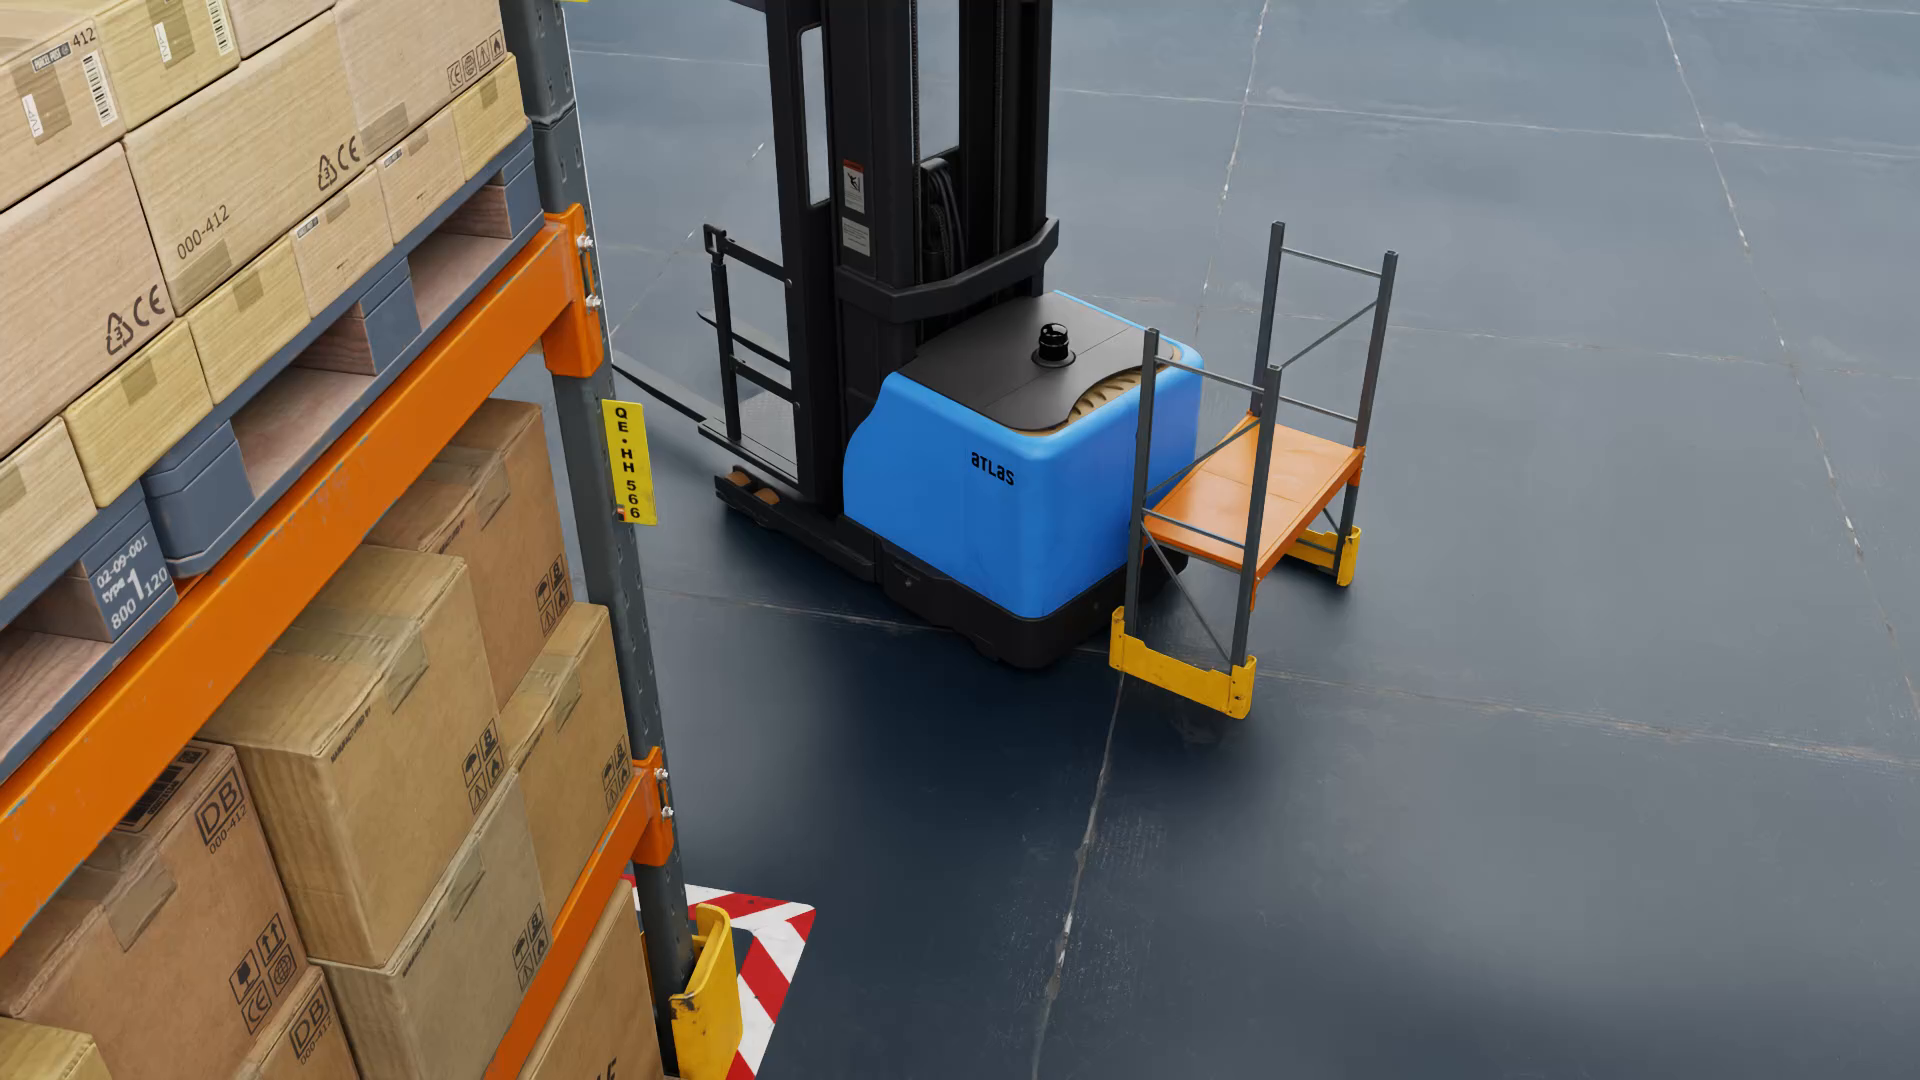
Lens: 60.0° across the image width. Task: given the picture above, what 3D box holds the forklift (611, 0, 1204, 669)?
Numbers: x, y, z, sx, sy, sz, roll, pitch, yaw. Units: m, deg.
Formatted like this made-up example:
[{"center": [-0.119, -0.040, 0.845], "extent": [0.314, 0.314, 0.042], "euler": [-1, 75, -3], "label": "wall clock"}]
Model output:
[{"center": [-0.449, -1.441, 6.741], "extent": [3.031, 2.935, 1.130], "euler": [30, 45, 34], "label": "forklift"}]

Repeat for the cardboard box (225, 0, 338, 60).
[{"center": [-1.122, -0.803, 2.338], "extent": [0.380, 0.149, 0.250], "euler": [8, 37, 11], "label": "cardboard box"}]

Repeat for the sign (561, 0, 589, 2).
[{"center": [-0.745, -1.148, 3.034], "extent": [0.100, 0.325, 0.005], "euler": [7, 37, 10], "label": "sign"}]

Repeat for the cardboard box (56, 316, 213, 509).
[{"center": [-1.230, -0.189, 2.170], "extent": [0.380, 0.149, 0.250], "euler": [7, 36, 9], "label": "cardboard box"}]

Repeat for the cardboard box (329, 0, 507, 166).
[{"center": [-1.104, -0.852, 2.744], "extent": [0.500, 0.250, 0.500], "euler": [8, 37, 11], "label": "cardboard box"}]

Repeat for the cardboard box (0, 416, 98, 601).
[{"center": [-1.284, -0.044, 1.970], "extent": [0.380, 0.149, 0.250], "euler": [8, 37, 10], "label": "cardboard box"}]

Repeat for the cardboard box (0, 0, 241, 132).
[{"center": [-1.176, -0.655, 2.133], "extent": [0.380, 0.149, 0.250], "euler": [8, 37, 11], "label": "cardboard box"}]

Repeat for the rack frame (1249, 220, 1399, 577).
[{"center": [1.411, -0.534, 6.708], "extent": [0.500, 1.500, 0.032], "euler": [21, 41, 27], "label": "rack frame"}]

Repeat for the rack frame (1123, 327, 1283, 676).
[{"center": [0.847, -0.037, 6.023], "extent": [0.500, 1.500, 0.032], "euler": [21, 41, 27], "label": "rack frame"}]

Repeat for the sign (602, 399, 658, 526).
[{"center": [-0.745, -0.171, 3.742], "extent": [0.100, 0.325, 0.005], "euler": [7, 37, 10], "label": "sign"}]

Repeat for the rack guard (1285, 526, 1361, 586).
[{"center": [1.400, -0.018, 7.062], "extent": [0.587, 0.250, 0.087], "euler": [21, 41, 27], "label": "rack guard"}]

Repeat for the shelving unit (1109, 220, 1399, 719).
[{"center": [1.124, -0.281, 6.360], "extent": [0.587, 1.500, 1.083], "euler": [21, 41, 27], "label": "shelving unit"}]

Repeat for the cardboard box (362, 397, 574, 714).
[{"center": [-1.389, 0.027, 3.608], "extent": [0.875, 0.550, 0.550], "euler": [7, 37, 10], "label": "cardboard box"}]

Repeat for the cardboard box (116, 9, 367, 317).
[{"center": [-1.211, -0.565, 2.349], "extent": [0.500, 0.250, 0.500], "euler": [7, 37, 10], "label": "cardboard box"}]

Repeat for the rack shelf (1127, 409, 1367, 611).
[{"center": [1.129, -0.140, 6.471], "extent": [0.538, 0.185, 1.000], "euler": [21, 41, 27], "label": "rack shelf"}]

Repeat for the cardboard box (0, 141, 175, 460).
[{"center": [-1.320, -0.277, 1.952], "extent": [0.500, 0.250, 0.500], "euler": [7, 37, 10], "label": "cardboard box"}]

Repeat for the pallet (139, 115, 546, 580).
[{"center": [-1.421, -0.435, 2.813], "extent": [1.003, 0.211, 1.213], "euler": [7, 37, 10], "label": "pallet"}]

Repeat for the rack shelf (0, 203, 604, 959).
[{"center": [-1.699, 0.541, 2.005], "extent": [1.077, 0.370, 4.000], "euler": [7, 37, 10], "label": "rack shelf"}]

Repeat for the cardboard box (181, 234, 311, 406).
[{"center": [-1.176, -0.336, 2.373], "extent": [0.380, 0.149, 0.250], "euler": [8, 37, 10], "label": "cardboard box"}]

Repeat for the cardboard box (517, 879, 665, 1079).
[{"center": [-1.353, 1.405, 4.208], "extent": [0.875, 0.875, 0.875], "euler": [8, 37, 10], "label": "cardboard box"}]

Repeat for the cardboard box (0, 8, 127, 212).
[{"center": [-1.231, -0.512, 1.935], "extent": [0.380, 0.149, 0.250], "euler": [7, 37, 10], "label": "cardboard box"}]

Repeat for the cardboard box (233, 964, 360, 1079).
[{"center": [-1.646, 1.099, 3.050], "extent": [0.875, 0.550, 0.550], "euler": [7, 37, 10], "label": "cardboard box"}]

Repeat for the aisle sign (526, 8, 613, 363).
[{"center": [-0.964, -0.738, 3.497], "extent": [0.394, 0.787, 0.004], "euler": [7, 37, 10], "label": "aisle sign"}]

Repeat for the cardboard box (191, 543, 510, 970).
[{"center": [-1.417, 0.354, 3.157], "extent": [0.875, 0.550, 0.550], "euler": [7, 37, 10], "label": "cardboard box"}]

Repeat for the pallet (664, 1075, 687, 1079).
[{"center": [-1.367, 1.915, 4.428], "extent": [1.003, 0.211, 1.213], "euler": [7, 37, 10], "label": "pallet"}]

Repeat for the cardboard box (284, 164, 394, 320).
[{"center": [-1.121, -0.481, 2.573], "extent": [0.380, 0.149, 0.250], "euler": [8, 37, 11], "label": "cardboard box"}]

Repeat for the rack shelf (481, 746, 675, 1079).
[{"center": [-1.699, 1.755, 2.885], "extent": [1.077, 0.370, 4.000], "euler": [7, 37, 10], "label": "rack shelf"}]

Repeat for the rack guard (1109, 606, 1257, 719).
[{"center": [0.848, 0.468, 6.391], "extent": [0.587, 0.250, 0.087], "euler": [21, 41, 27], "label": "rack guard"}]

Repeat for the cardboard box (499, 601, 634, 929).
[{"center": [-1.307, 0.475, 3.911], "extent": [0.875, 0.550, 0.550], "euler": [7, 37, 10], "label": "cardboard box"}]

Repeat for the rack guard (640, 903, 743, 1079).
[{"center": [-1.267, 1.316, 5.008], "extent": [1.175, 0.500, 0.348], "euler": [7, 37, 10], "label": "rack guard"}]

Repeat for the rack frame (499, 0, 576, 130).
[{"center": [-1.272, -2.112, 2.495], "extent": [1.000, 3.000, 0.127], "euler": [7, 37, 10], "label": "rack frame"}]

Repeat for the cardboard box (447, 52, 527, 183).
[{"center": [-1.012, -0.773, 2.975], "extent": [0.380, 0.149, 0.250], "euler": [7, 37, 10], "label": "cardboard box"}]

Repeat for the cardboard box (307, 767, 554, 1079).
[{"center": [-1.403, 0.793, 3.472], "extent": [0.875, 0.550, 0.550], "euler": [7, 37, 10], "label": "cardboard box"}]

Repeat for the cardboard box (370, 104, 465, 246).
[{"center": [-1.067, -0.628, 2.776], "extent": [0.380, 0.149, 0.250], "euler": [8, 37, 10], "label": "cardboard box"}]

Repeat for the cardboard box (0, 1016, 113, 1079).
[{"center": [-1.655, 0.978, 2.296], "extent": [0.875, 0.550, 0.500], "euler": [7, 37, 10], "label": "cardboard box"}]

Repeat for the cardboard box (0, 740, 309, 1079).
[{"center": [-1.669, 0.658, 2.738], "extent": [0.875, 0.550, 0.550], "euler": [7, 37, 10], "label": "cardboard box"}]

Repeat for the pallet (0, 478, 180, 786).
[{"center": [-1.679, 0.267, 1.845], "extent": [1.003, 0.211, 1.213], "euler": [7, 37, 10], "label": "pallet"}]

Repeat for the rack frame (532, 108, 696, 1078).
[{"center": [-1.272, 0.318, 4.256], "extent": [1.000, 3.000, 0.127], "euler": [7, 37, 10], "label": "rack frame"}]
